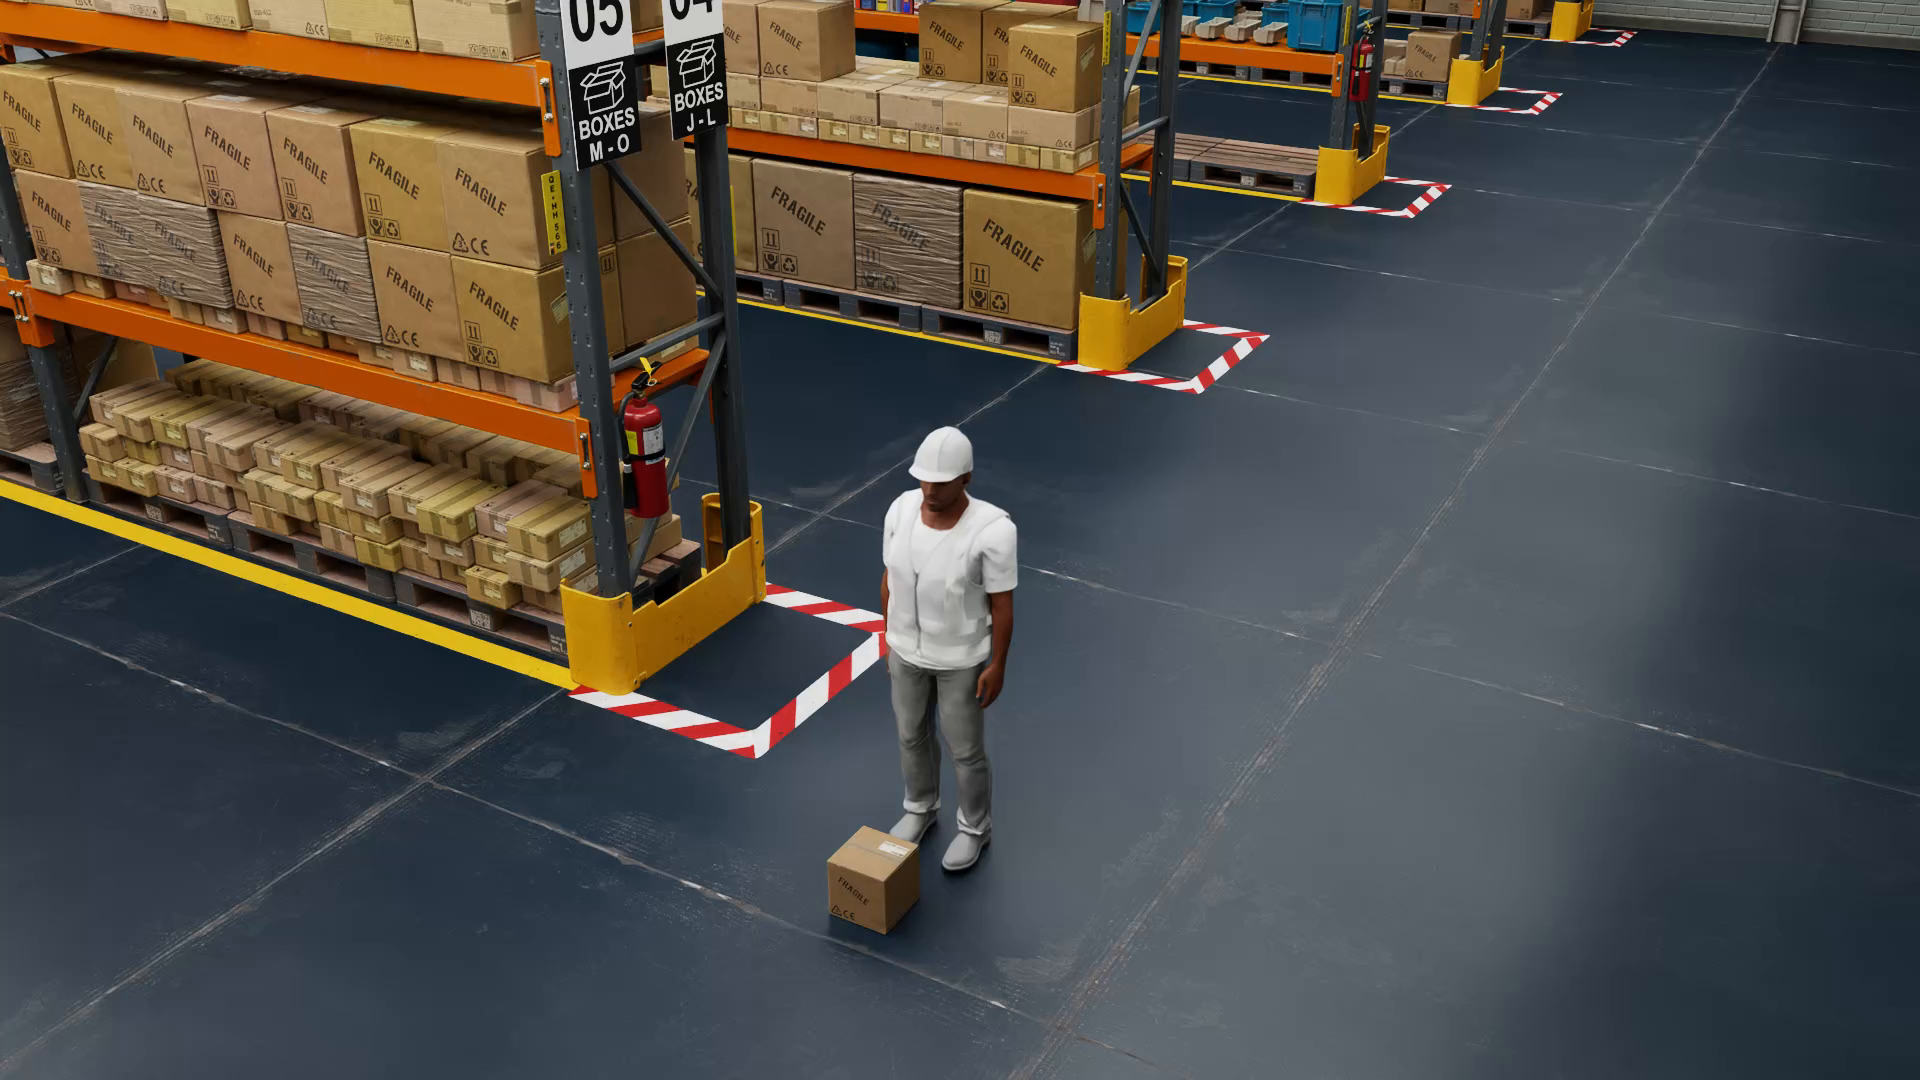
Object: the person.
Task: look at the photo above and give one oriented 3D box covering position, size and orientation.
[{"bbox_3d":[-0.066,0.412,6.259,0.562,1.763,0.366,15,30,28],"label":"person"}]
